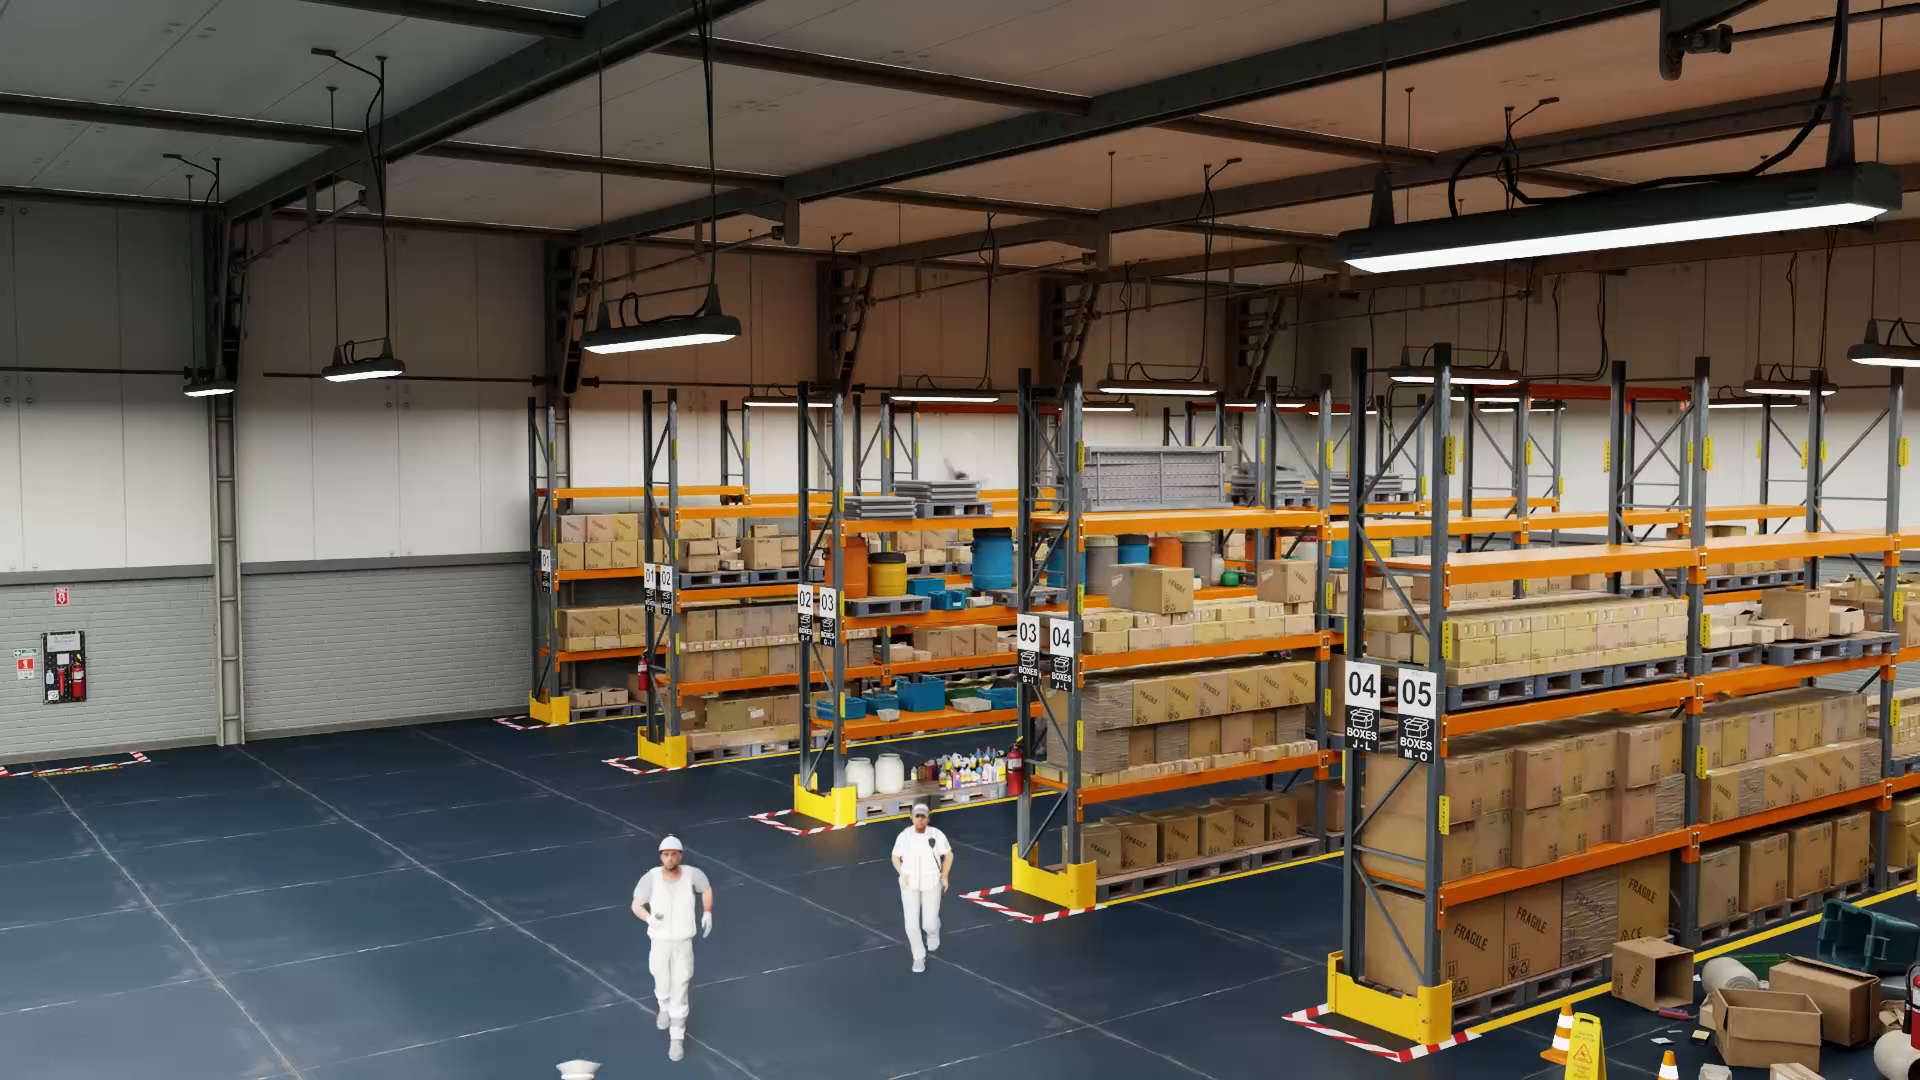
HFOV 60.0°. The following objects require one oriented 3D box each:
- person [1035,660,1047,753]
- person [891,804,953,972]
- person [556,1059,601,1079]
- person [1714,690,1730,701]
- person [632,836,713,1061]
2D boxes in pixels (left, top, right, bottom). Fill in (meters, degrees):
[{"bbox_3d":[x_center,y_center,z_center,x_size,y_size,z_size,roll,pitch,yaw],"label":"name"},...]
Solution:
[{"bbox_3d":[1.207,2.699,27.364,0.586,1.666,0.641,3,5,44],"label":"person"},{"bbox_3d":[-0.378,3.398,16.351,0.609,1.628,0.553,0,3,3],"label":"person"},{"bbox_3d":[-2.158,3.762,9.366,0.549,1.756,0.772,-1,3,-10],"label":"person"},{"bbox_3d":[10.799,2.909,23.609,0.625,1.719,0.700,-3,4,-41],"label":"person"},{"bbox_3d":[-2.460,3.419,14.235,0.682,1.807,0.883,0,3,-7],"label":"person"}]
